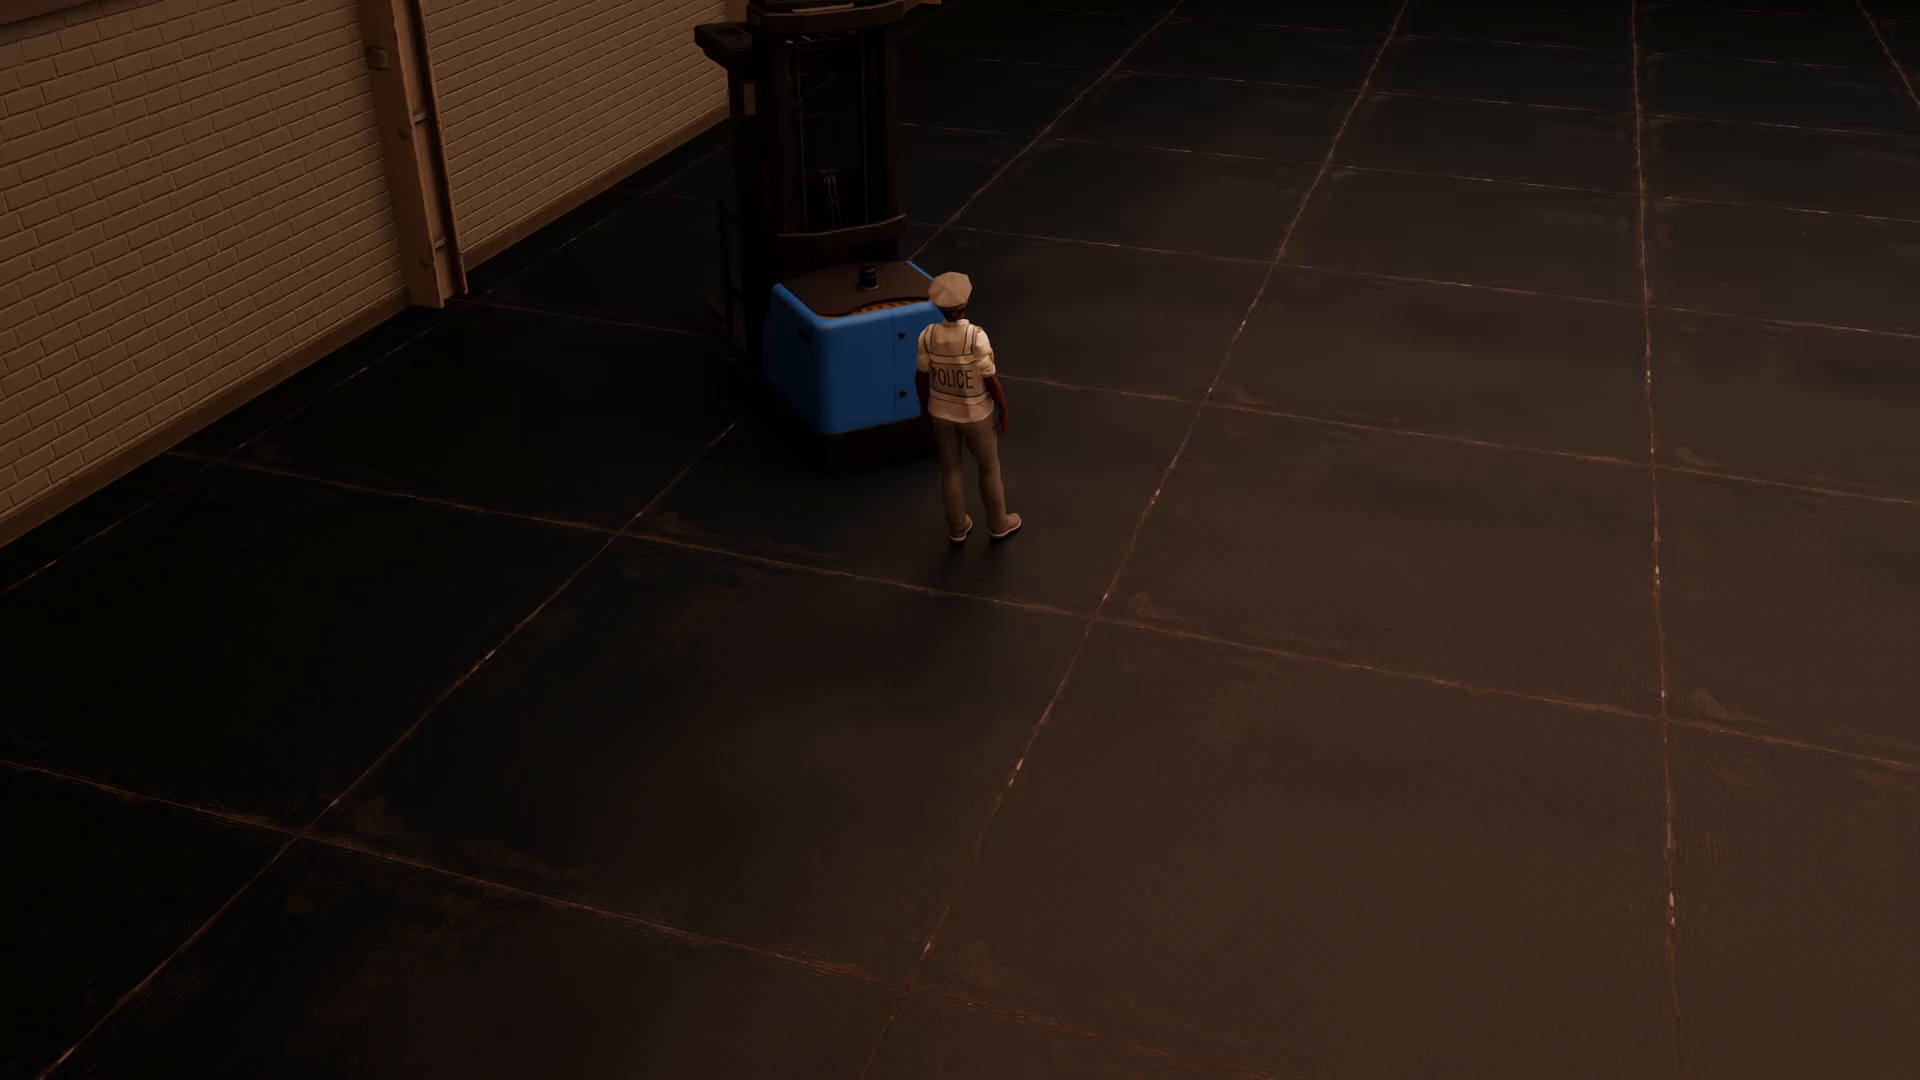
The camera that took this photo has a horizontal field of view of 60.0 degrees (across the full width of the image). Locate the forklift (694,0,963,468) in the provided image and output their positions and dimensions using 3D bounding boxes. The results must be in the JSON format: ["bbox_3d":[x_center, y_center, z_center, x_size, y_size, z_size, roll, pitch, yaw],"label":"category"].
[{"bbox_3d":[-1.092,-2.443,11.422,1.130,2.935,3.031,-14,32,-23],"label":"forklift"}]

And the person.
[{"bbox_3d":[0.043,-0.775,9.729,0.570,1.697,0.528,10,31,16],"label":"person"}]
